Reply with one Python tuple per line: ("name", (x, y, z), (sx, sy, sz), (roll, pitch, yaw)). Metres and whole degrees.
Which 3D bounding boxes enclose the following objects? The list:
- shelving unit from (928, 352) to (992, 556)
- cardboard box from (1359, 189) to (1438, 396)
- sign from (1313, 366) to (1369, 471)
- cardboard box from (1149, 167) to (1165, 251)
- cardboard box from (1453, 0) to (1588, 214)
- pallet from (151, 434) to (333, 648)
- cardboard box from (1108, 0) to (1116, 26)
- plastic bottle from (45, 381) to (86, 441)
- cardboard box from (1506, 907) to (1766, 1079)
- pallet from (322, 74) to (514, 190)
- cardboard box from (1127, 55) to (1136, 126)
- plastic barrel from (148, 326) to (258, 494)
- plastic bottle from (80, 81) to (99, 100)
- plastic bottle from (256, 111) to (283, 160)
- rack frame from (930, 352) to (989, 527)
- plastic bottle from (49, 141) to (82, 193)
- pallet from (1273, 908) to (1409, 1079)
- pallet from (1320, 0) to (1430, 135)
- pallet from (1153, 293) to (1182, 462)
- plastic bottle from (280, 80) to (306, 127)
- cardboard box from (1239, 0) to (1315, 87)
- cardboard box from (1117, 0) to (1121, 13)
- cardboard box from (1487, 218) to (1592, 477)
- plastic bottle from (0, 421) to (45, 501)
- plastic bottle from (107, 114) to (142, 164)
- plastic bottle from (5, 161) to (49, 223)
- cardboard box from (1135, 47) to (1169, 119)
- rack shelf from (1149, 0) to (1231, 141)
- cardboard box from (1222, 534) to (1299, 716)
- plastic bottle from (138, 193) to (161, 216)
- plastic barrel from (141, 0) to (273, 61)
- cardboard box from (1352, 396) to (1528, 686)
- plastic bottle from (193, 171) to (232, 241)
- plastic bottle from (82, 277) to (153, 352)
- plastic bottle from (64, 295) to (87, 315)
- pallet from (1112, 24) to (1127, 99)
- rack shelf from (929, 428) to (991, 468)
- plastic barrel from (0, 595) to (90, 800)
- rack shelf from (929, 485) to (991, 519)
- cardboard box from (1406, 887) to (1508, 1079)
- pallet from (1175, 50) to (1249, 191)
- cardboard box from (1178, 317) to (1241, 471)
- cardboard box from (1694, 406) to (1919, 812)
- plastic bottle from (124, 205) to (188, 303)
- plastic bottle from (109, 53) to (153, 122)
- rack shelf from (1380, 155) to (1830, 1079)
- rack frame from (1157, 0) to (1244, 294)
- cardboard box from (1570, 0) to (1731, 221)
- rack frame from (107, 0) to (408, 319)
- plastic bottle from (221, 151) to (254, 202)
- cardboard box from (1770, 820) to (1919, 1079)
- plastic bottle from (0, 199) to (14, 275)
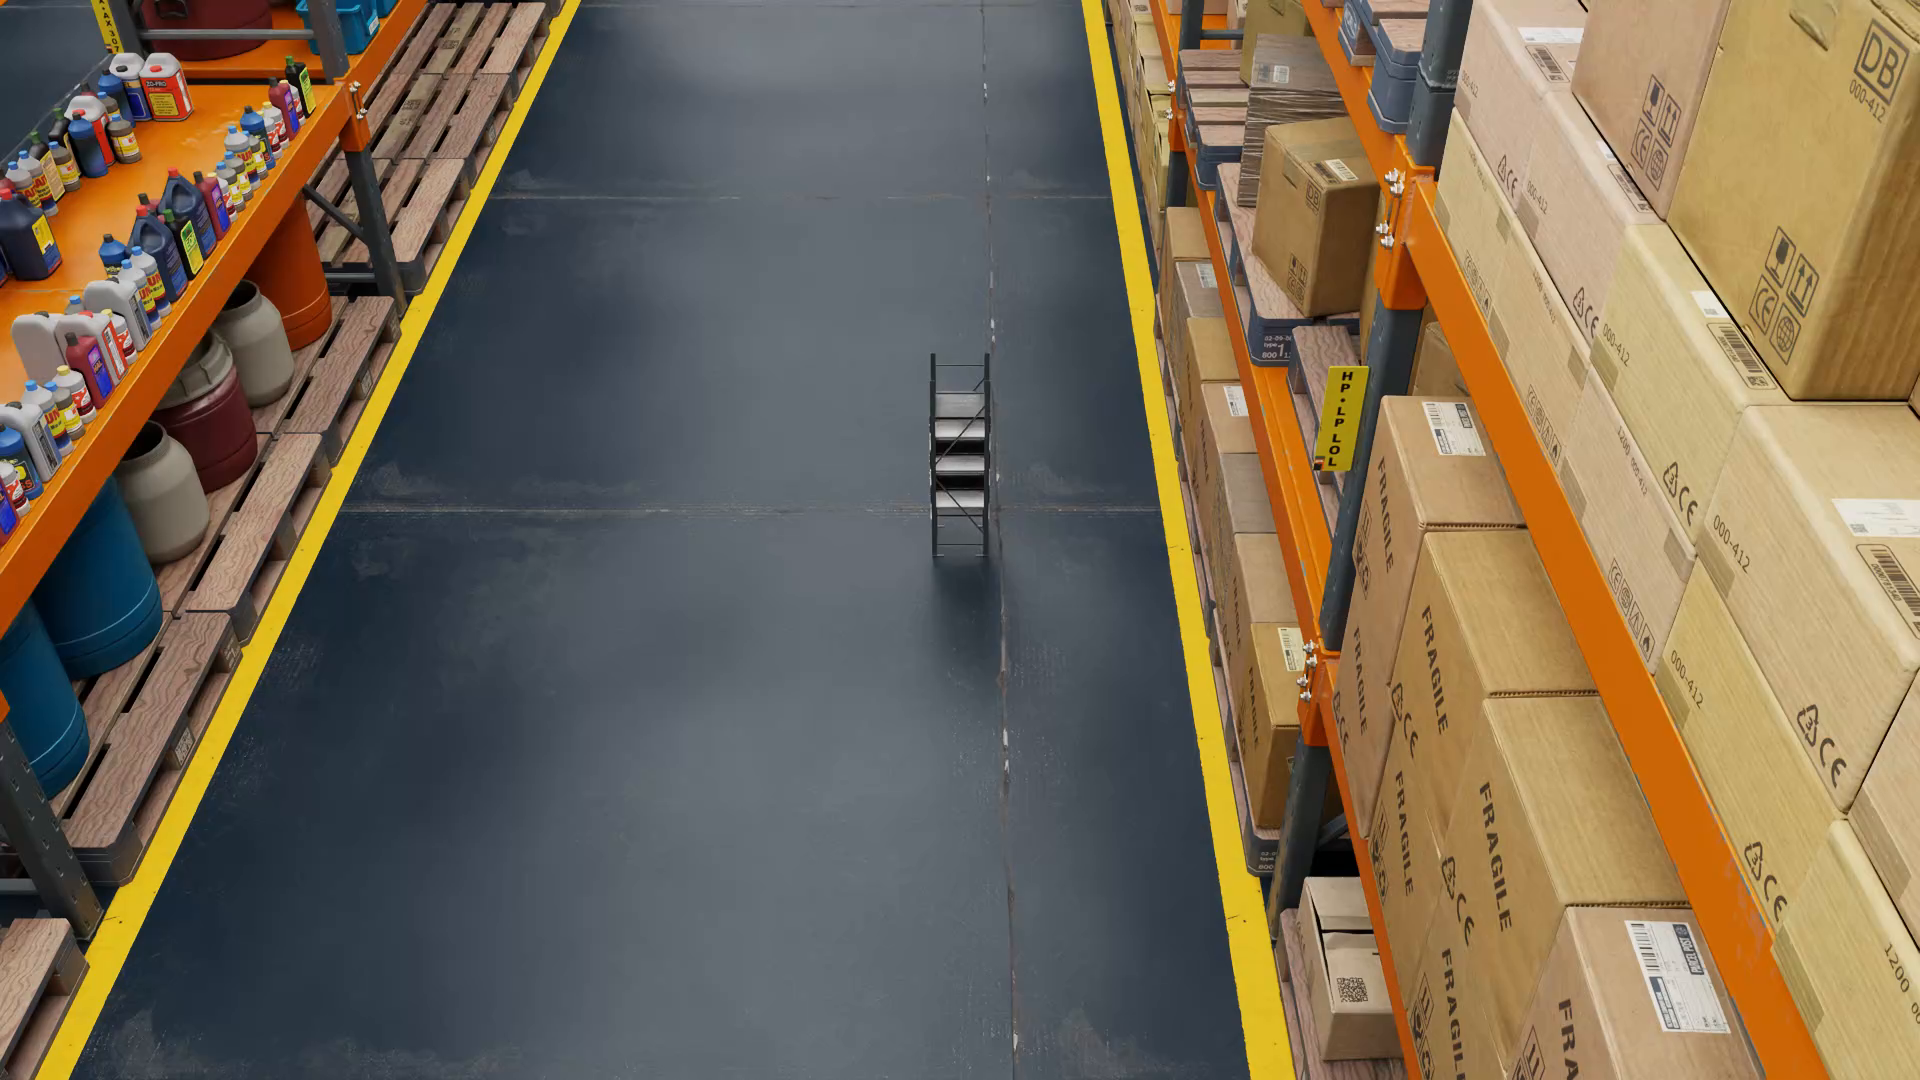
("shelving unit", (0.000, -0.346, 6.962), (0.258, 0.900, 0.210), (0, 39, 0))
("cardboard box", (1.701, -0.792, 5.424), (0.700, 0.500, 0.500), (6, 39, 7))
("sign", (0.987, -0.312, 4.315), (0.100, 0.325, 0.005), (0, 39, 0))
("cardboard box", (1.293, -1.784, 8.940), (0.500, 0.250, 0.500), (1, 39, 1))
("cardboard box", (1.294, -0.866, 3.253), (0.500, 0.250, 0.500), (0, 39, 0))
("pallet", (-3.375, -0.021, 7.107), (1.003, 0.211, 1.213), (0, 39, 0))
("cardboard box", (1.285, -3.704, 11.336), (0.500, 0.250, 0.500), (-1, 39, -1))
("plastic bottle", (-3.005, -0.436, 5.554), (0.097, 0.201, 0.097), (0, 39, 0))
("cardboard box", (1.264, 0.970, 2.761), (0.500, 0.500, 0.500), (1, 39, 1))
("pallet", (-3.377, -2.520, 10.226), (1.003, 0.211, 1.213), (0, 39, 0))
("cardboard box", (1.287, -2.742, 10.136), (0.500, 0.250, 0.500), (1, 39, 1))
("plastic barrel", (-3.397, -0.574, 7.160), (0.600, 0.588, 0.708), (0, 39, 0))
("plastic bottle", (-3.784, -1.841, 7.242), (0.061, 0.283, 0.133), (0, 39, 0))
("plastic bottle", (-3.007, -1.755, 7.201), (0.097, 0.201, 0.097), (0, 39, 0))
("rack frame", (0.000, -0.410, 7.042), (0.240, 0.900, 0.006), (0, 39, 0))
("plastic bottle", (-3.766, -1.569, 6.968), (0.097, 0.201, 0.097), (0, 39, 0))
("pallet", (1.541, 1.655, 5.016), (1.003, 0.211, 1.213), (0, 39, 0))
("pallet", (1.611, -1.368, 4.310), (1.213, 0.211, 1.003), (0, 39, 0))
("pallet", (1.500, -0.809, 8.091), (1.003, 0.211, 1.213), (0, 39, 0))
("plastic bottle", (-3.007, -1.961, 7.457), (0.097, 0.201, 0.097), (0, 39, 0))
("cardboard box", (1.650, -2.173, 7.148), (0.700, 0.500, 0.500), (-12, 40, -15))
("cardboard box", (1.279, -3.604, 10.763), (0.500, 0.311, 0.500), (0, 39, -1))
("cardboard box", (1.291, -0.358, 3.019), (0.500, 0.250, 0.500), (0, 39, 0))
("plastic bottle", (-3.004, -0.257, 5.275), (0.097, 0.271, 0.097), (0, 39, 0))
("plastic bottle", (-3.614, -1.737, 7.178), (0.097, 0.201, 0.097), (0, 39, 0))
("plastic bottle", (-3.765, -1.391, 6.690), (0.097, 0.271, 0.097), (0, 39, 0))
("cardboard box", (1.285, -2.642, 9.563), (0.500, 0.311, 0.500), (0, 39, 0))
("rack shelf", (1.535, -3.334, 9.587), (1.077, 0.370, 4.000), (0, 39, 0))
("cardboard box", (1.262, 0.323, 6.095), (0.500, 0.500, 0.500), (0, 39, 0))
("plastic bottle", (-3.132, -1.234, 6.485), (0.061, 0.283, 0.133), (0, 39, 0))
("plastic barrel", (-3.720, -2.706, 8.119), (0.600, 0.536, 0.708), (0, 39, 0))
("cardboard box", (1.261, 0.003, 3.968), (0.500, 0.500, 0.500), (1, 39, 1))
("plastic bottle", (-2.988, -1.350, 6.629), (0.061, 0.283, 0.133), (0, 39, 0))
("plastic bottle", (-3.033, -0.827, 5.982), (0.152, 0.276, 0.135), (0, 39, 0))
("plastic bottle", (-3.157, -0.786, 5.991), (0.097, 0.201, 0.097), (0, 39, 0))
("pallet", (1.572, -3.317, 11.220), (1.003, 0.211, 1.213), (0, 39, 0))
("rack shelf", (0.000, -0.390, 6.927), (0.258, 0.077, 0.200), (0, 39, 0))
("plastic barrel", (-3.395, 0.453, 5.628), (0.600, 0.901, 0.708), (0, 39, 0))
("rack shelf", (0.000, -0.180, 7.096), (0.258, 0.077, 0.200), (0, 39, 0))
("cardboard box", (1.272, 1.050, 3.461), (0.500, 0.500, 0.500), (0, 39, 0))
("pallet", (1.608, -1.865, 7.333), (1.213, 0.211, 1.003), (0, 39, 0))
("cardboard box", (1.254, -0.634, 7.290), (0.500, 0.500, 0.500), (-1, 39, -1))
("cardboard box", (1.286, 0.072, 2.082), (0.500, 0.250, 0.500), (0, 39, 0))
("plastic bottle", (-3.029, -1.078, 6.236), (0.144, 0.351, 0.185), (0, 39, 0))
("plastic bottle", (-3.739, -2.044, 7.501), (0.152, 0.276, 0.135), (0, 39, 0))
("rack shelf", (1.544, 0.498, 2.406), (1.077, 0.370, 4.000), (0, 39, 0))
("rack frame", (1.537, -2.364, 7.801), (1.000, 3.000, 0.127), (0, 39, 0))
("cardboard box", (1.439, -0.846, 2.628), (0.700, 0.500, 0.500), (0, 39, 0))
("rack frame", (-3.416, -2.363, 7.800), (1.000, 3.000, 0.127), (0, 39, 0))
("plastic bottle", (-3.007, -1.512, 6.897), (0.097, 0.201, 0.097), (0, 39, 0))
("cardboard box", (1.279, 0.580, 1.849), (0.500, 0.250, 0.500), (0, 39, 0))
("plastic bottle", (-3.737, -1.176, 6.419), (0.152, 0.276, 0.135), (0, 39, 0))
